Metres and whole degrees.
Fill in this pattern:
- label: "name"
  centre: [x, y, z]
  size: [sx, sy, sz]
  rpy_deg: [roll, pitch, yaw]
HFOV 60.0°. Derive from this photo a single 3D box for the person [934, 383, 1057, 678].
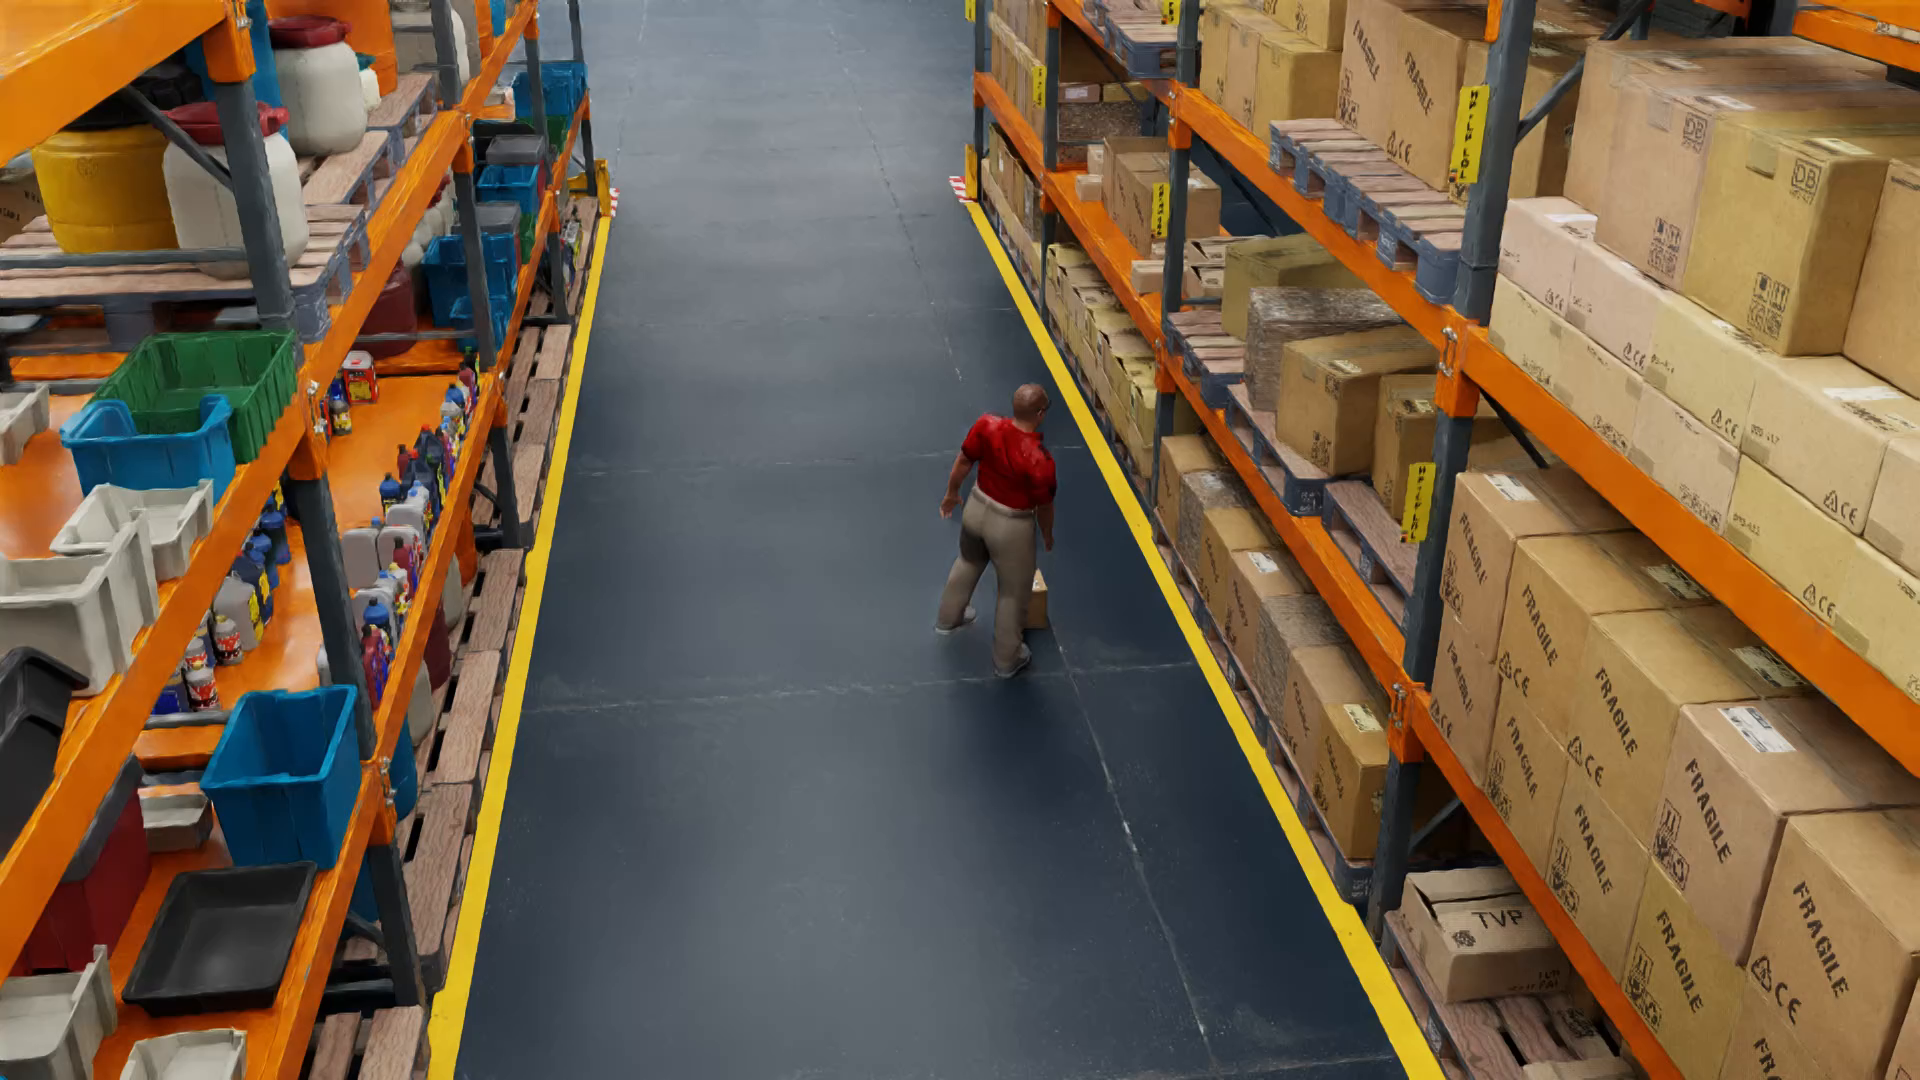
- label: "person"
  centre: [0.216, -0.102, 8.817]
  size: [0.429, 1.719, 0.827]
  rpy_deg: [-22, 34, -37]
